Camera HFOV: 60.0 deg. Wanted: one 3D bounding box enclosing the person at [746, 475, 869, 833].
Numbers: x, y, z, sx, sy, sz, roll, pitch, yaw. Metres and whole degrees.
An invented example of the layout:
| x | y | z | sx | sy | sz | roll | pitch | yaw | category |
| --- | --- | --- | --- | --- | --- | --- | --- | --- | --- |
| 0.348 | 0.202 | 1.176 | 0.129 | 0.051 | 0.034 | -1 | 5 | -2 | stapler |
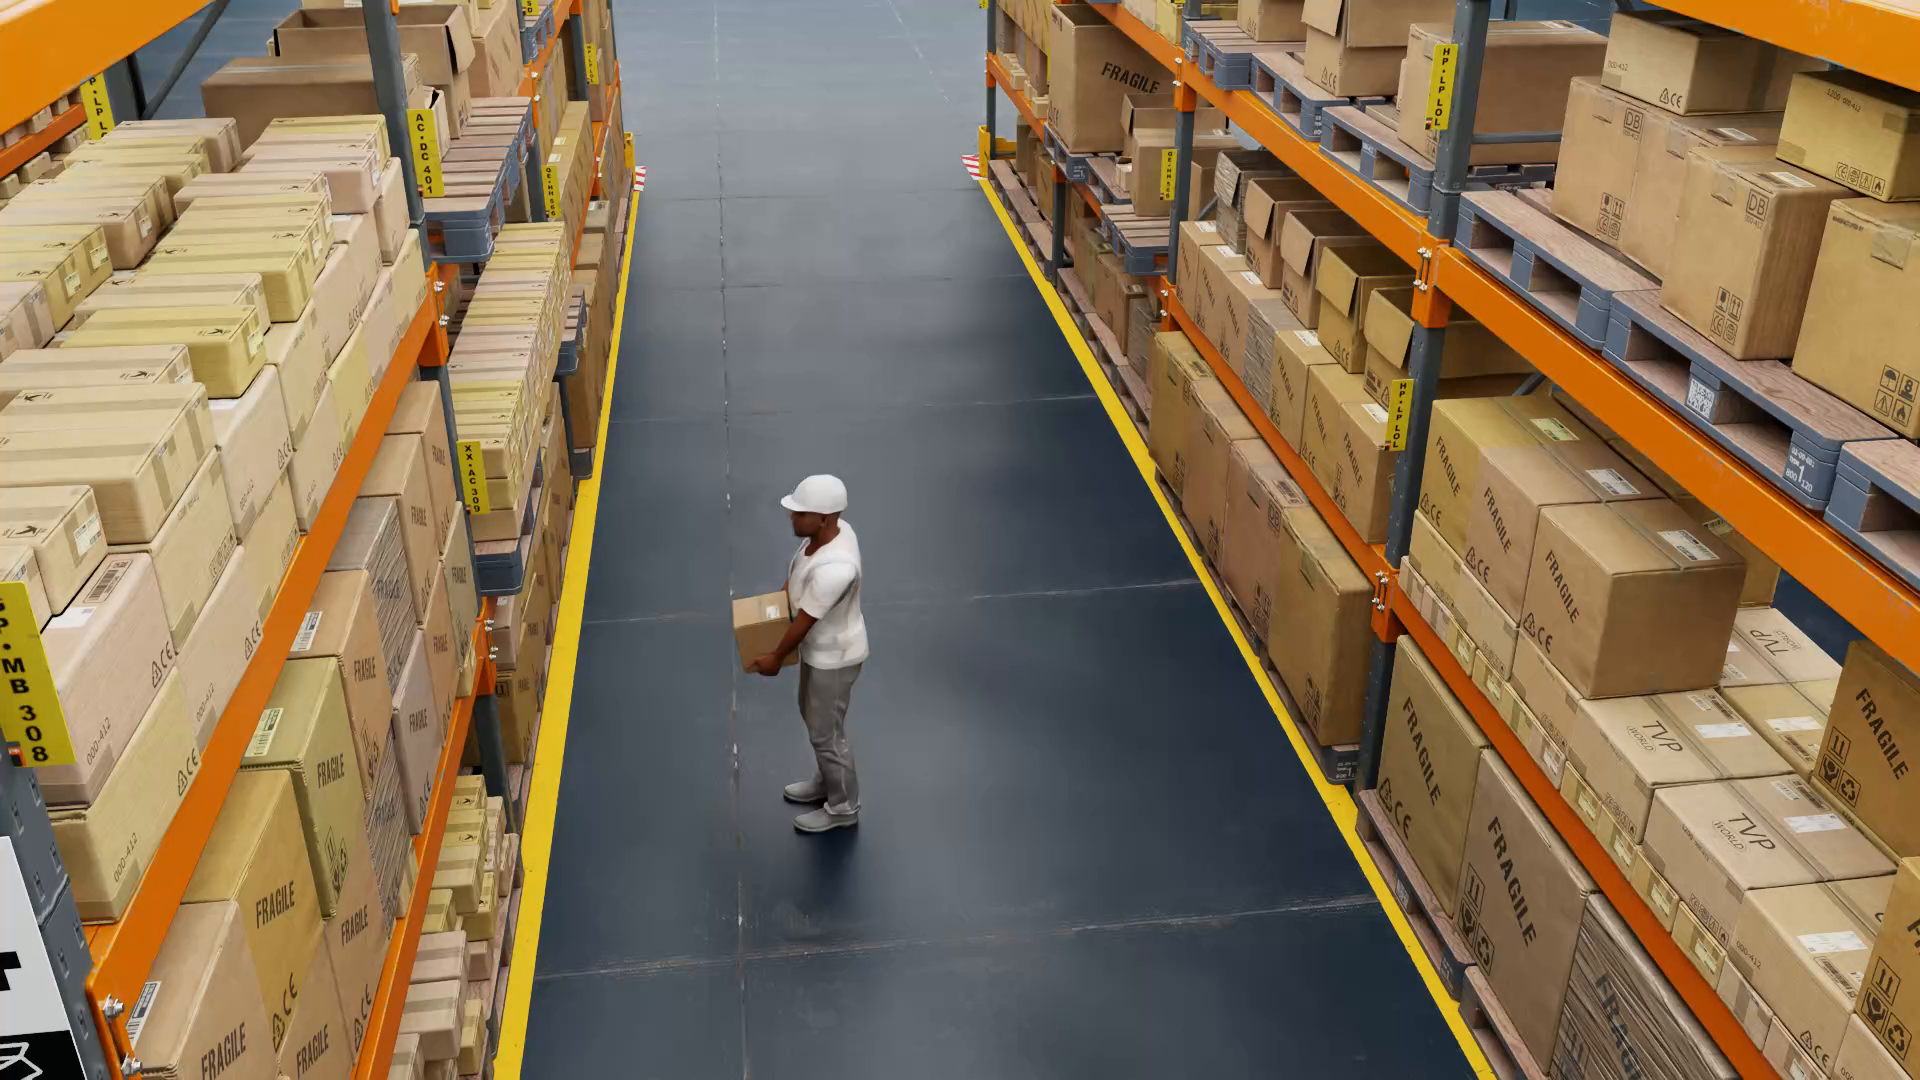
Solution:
| x | y | z | sx | sy | sz | roll | pitch | yaw | category |
| --- | --- | --- | --- | --- | --- | --- | --- | --- | --- |
| -0.698 | 0.515 | 7.581 | 0.561 | 1.763 | 0.505 | -4 | 27 | -8 | person |
